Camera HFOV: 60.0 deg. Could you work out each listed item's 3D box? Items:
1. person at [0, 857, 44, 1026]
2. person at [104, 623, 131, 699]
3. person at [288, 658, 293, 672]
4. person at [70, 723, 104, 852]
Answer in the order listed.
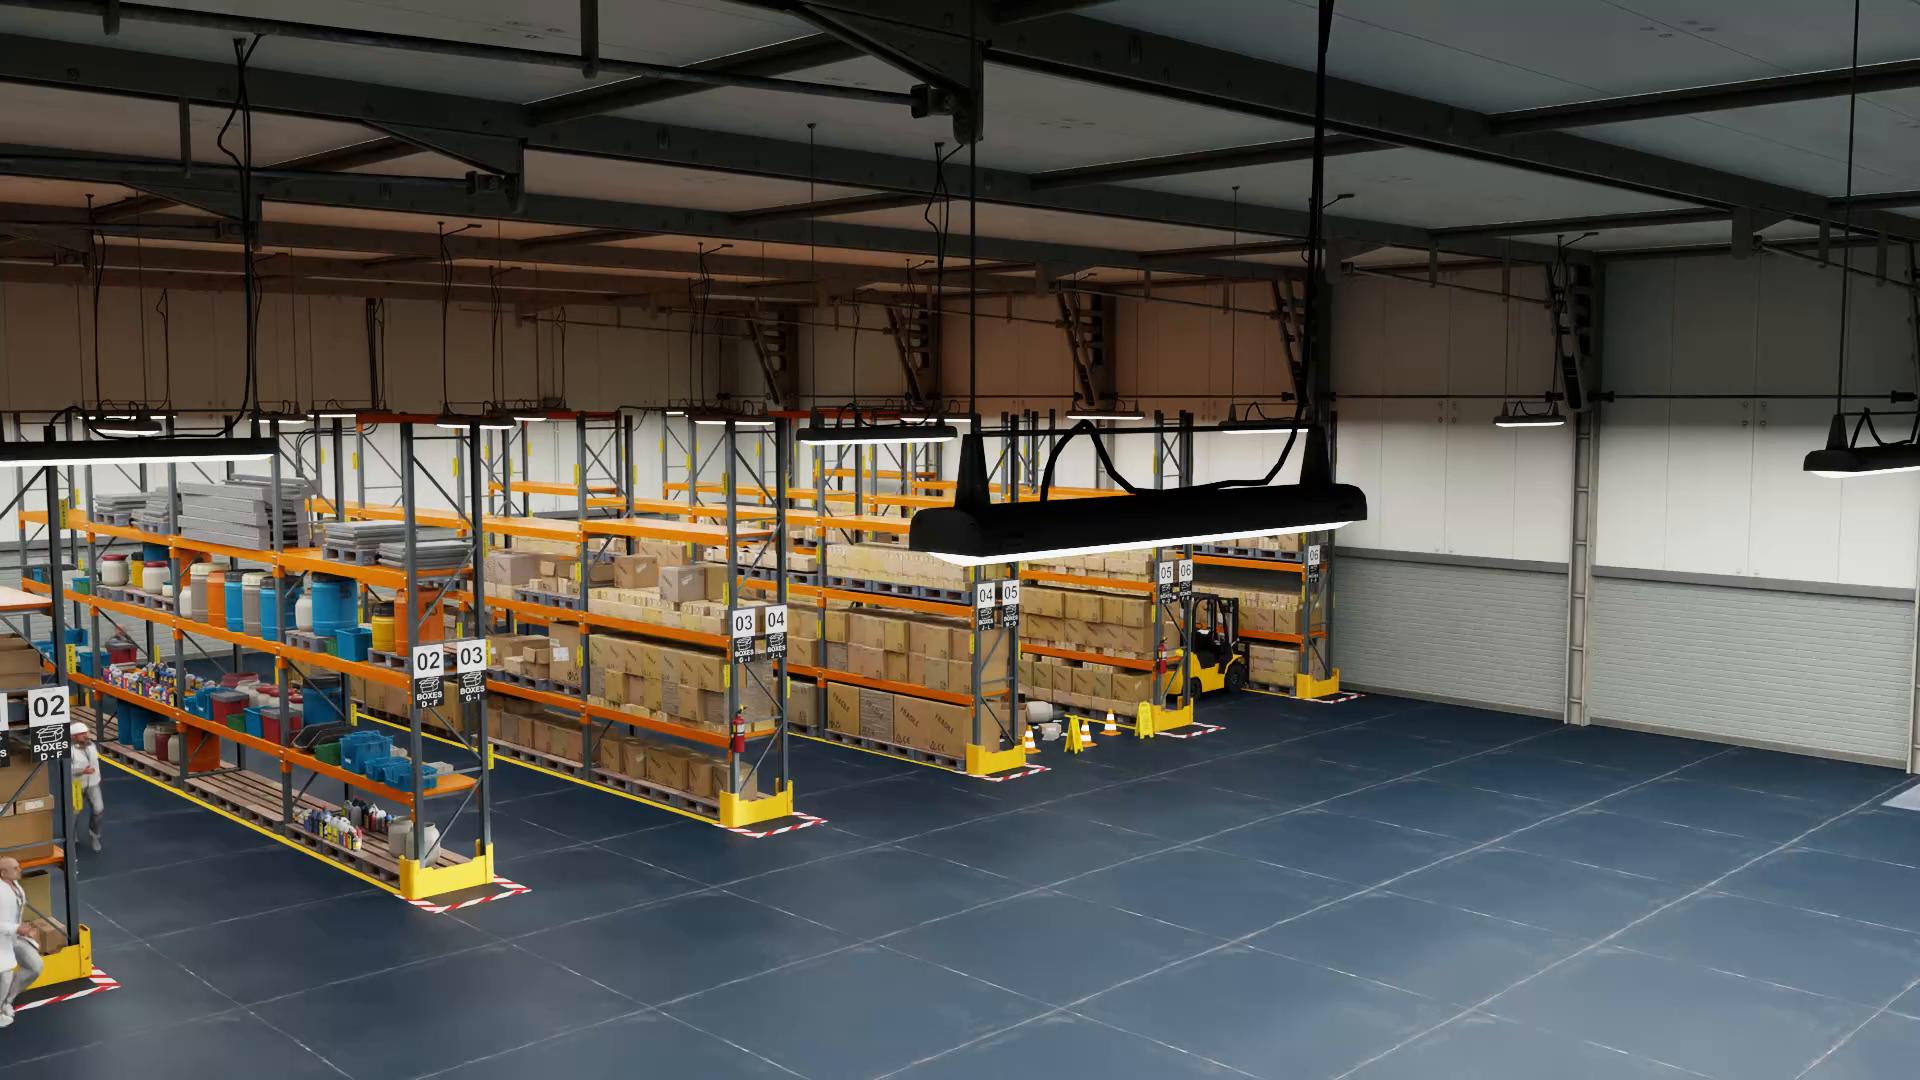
[{"bbox_3d":[-9.528,4.018,16.651,0.755,1.724,0.718,0,5,3],"label":"person"},{"bbox_3d":[-17.170,2.537,34.032,0.873,1.675,0.674,0,5,-1],"label":"person"},{"bbox_3d":[-14.812,2.202,37.579,0.934,1.756,0.677,0,5,-5],"label":"person"},{"bbox_3d":[-12.223,3.442,23.156,0.833,1.825,0.594,4,6,40],"label":"person"}]
